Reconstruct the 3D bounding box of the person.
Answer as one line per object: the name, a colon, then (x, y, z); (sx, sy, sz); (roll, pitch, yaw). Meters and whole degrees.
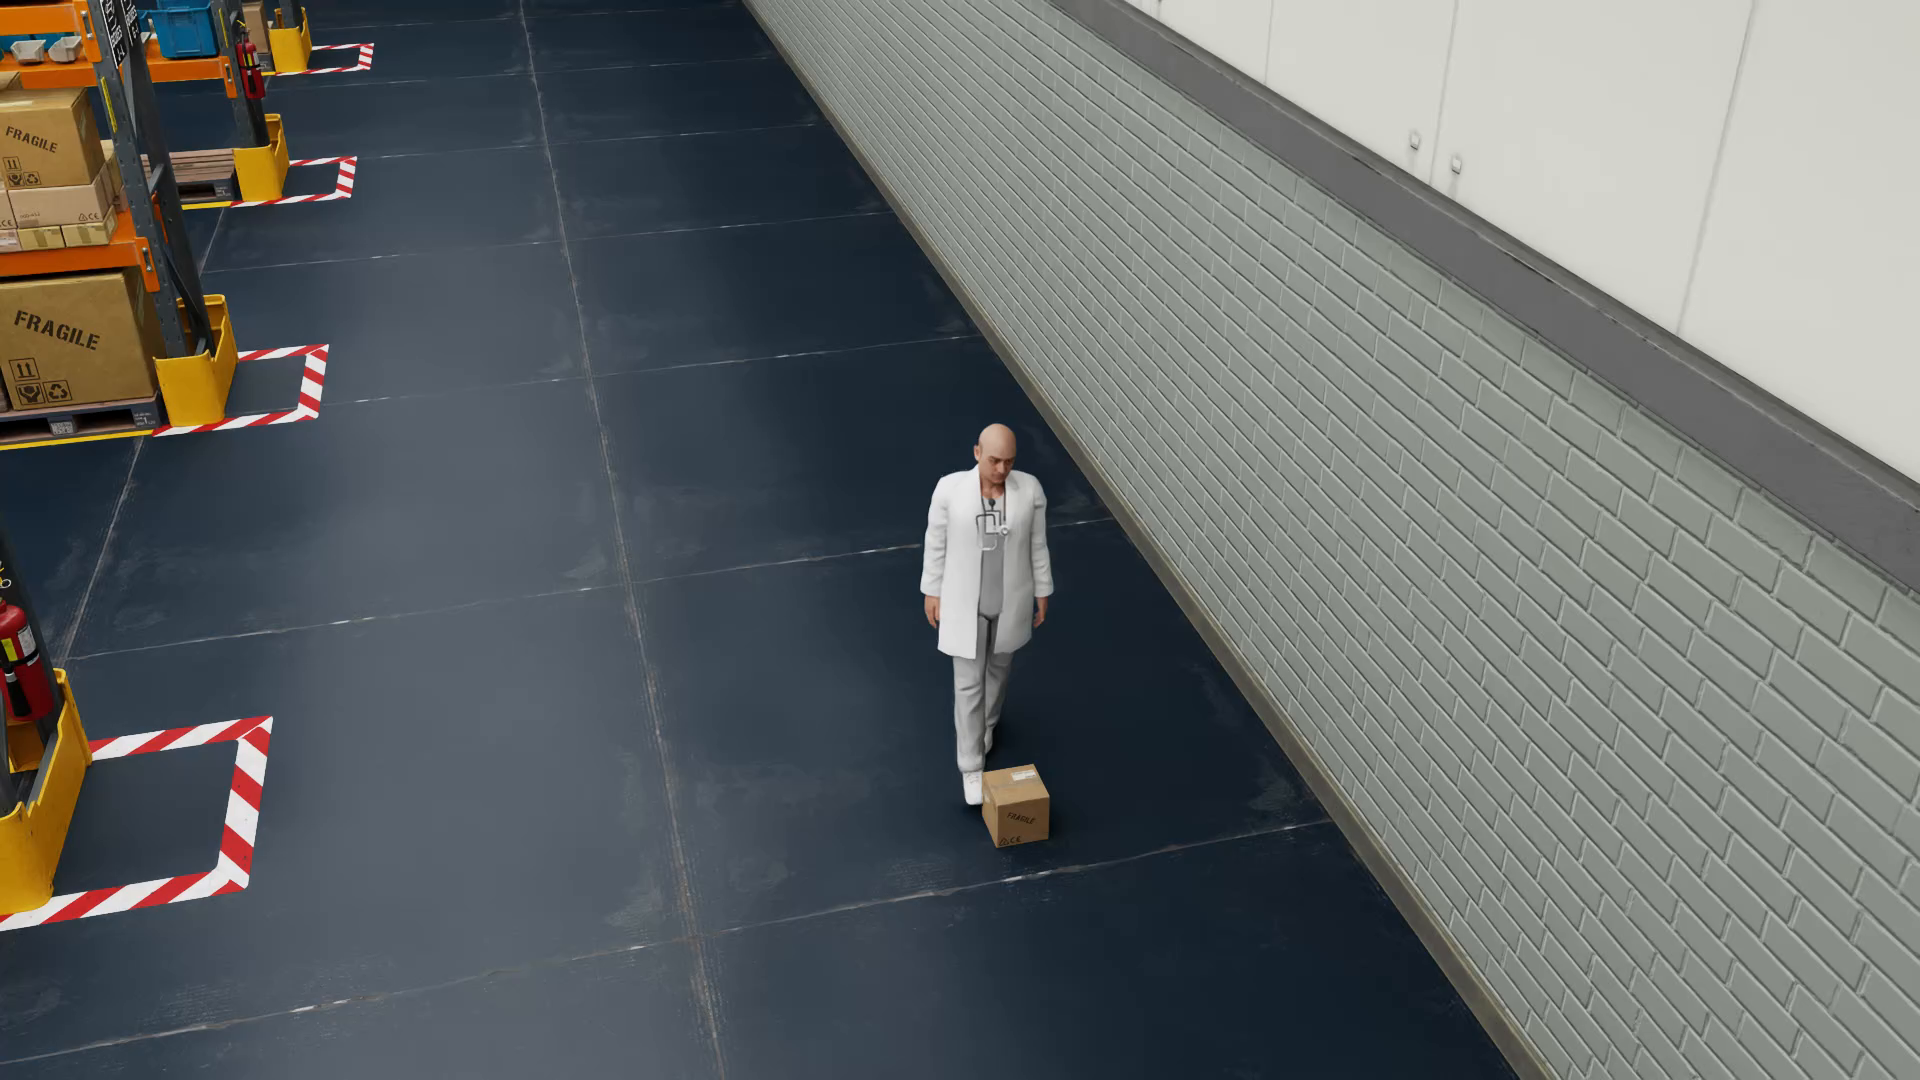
person: (0.151, 0.333, 7.674); (0.630, 1.760, 0.818); (-4, 30, -6)
